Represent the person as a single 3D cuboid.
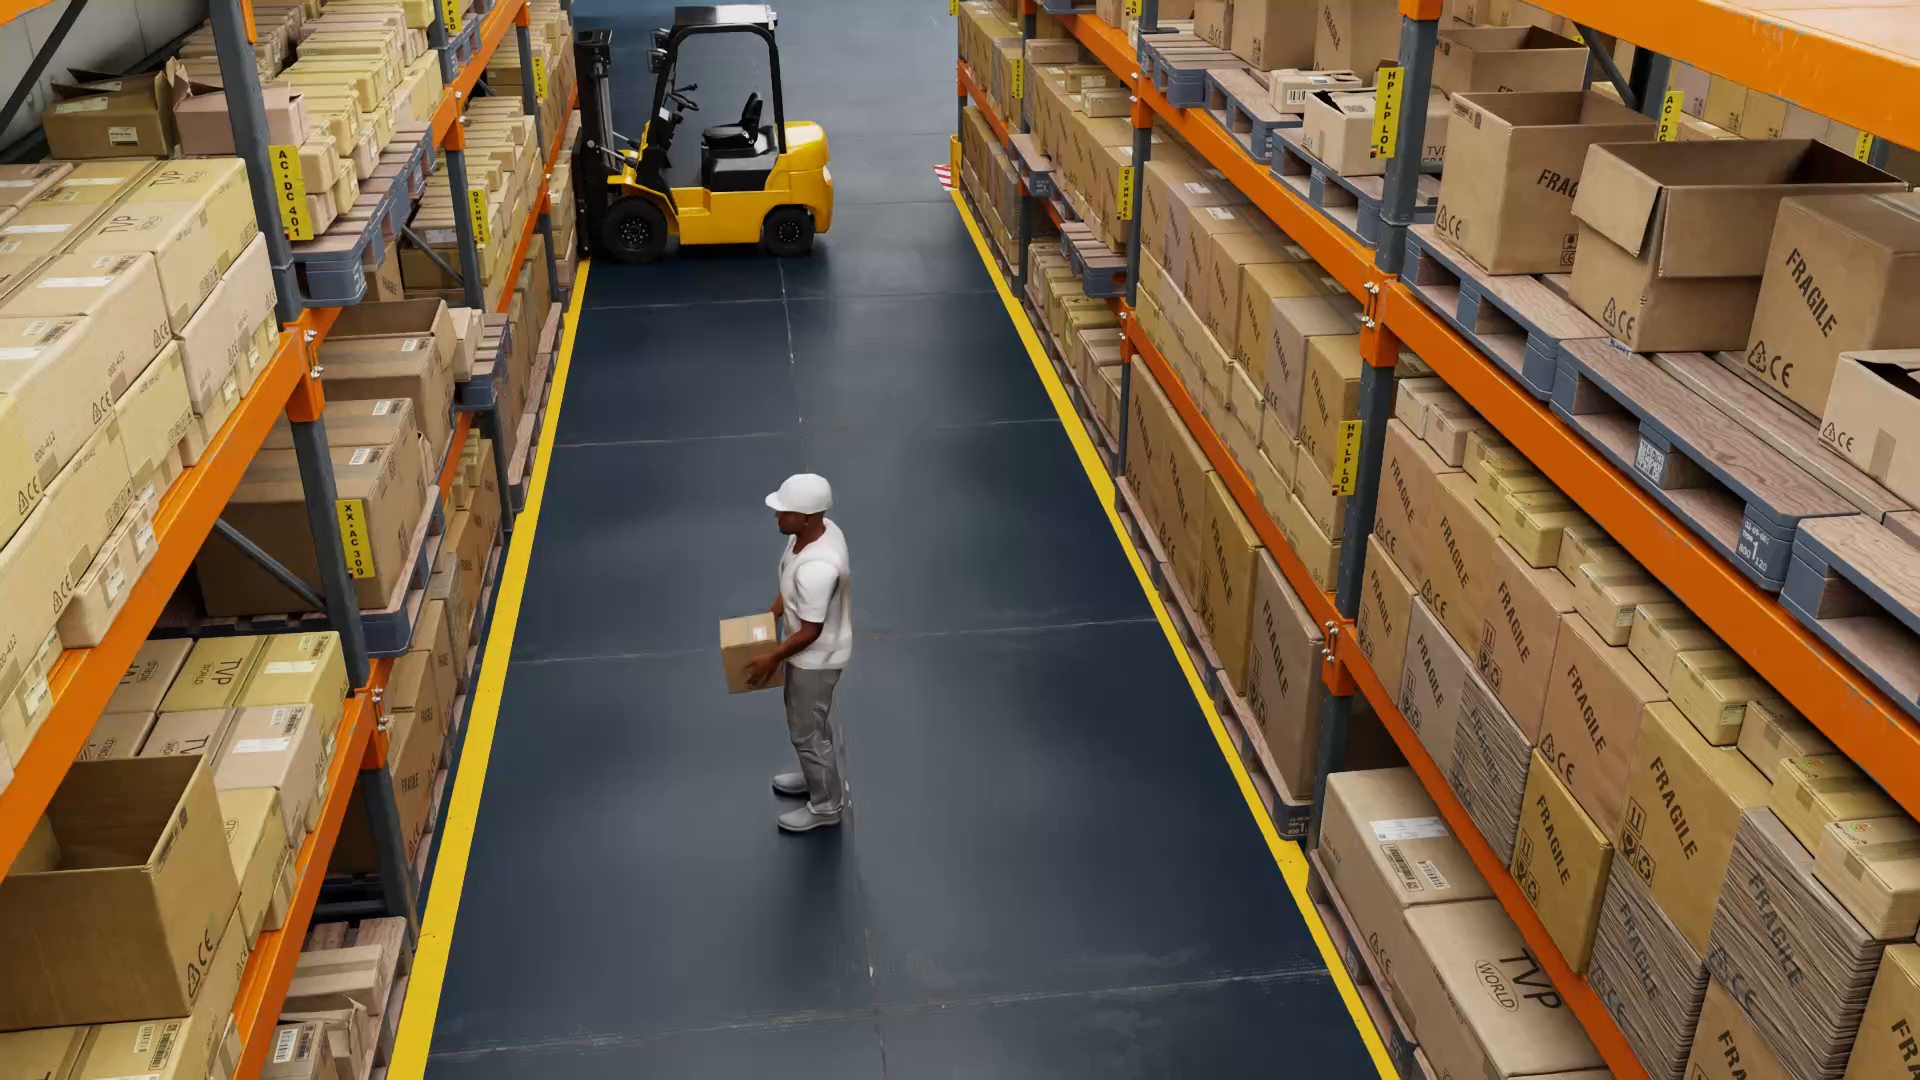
[{"bbox_3d":[-0.738,0.508,7.592,0.509,1.768,0.562,-4,27,-8],"label":"person"}]
